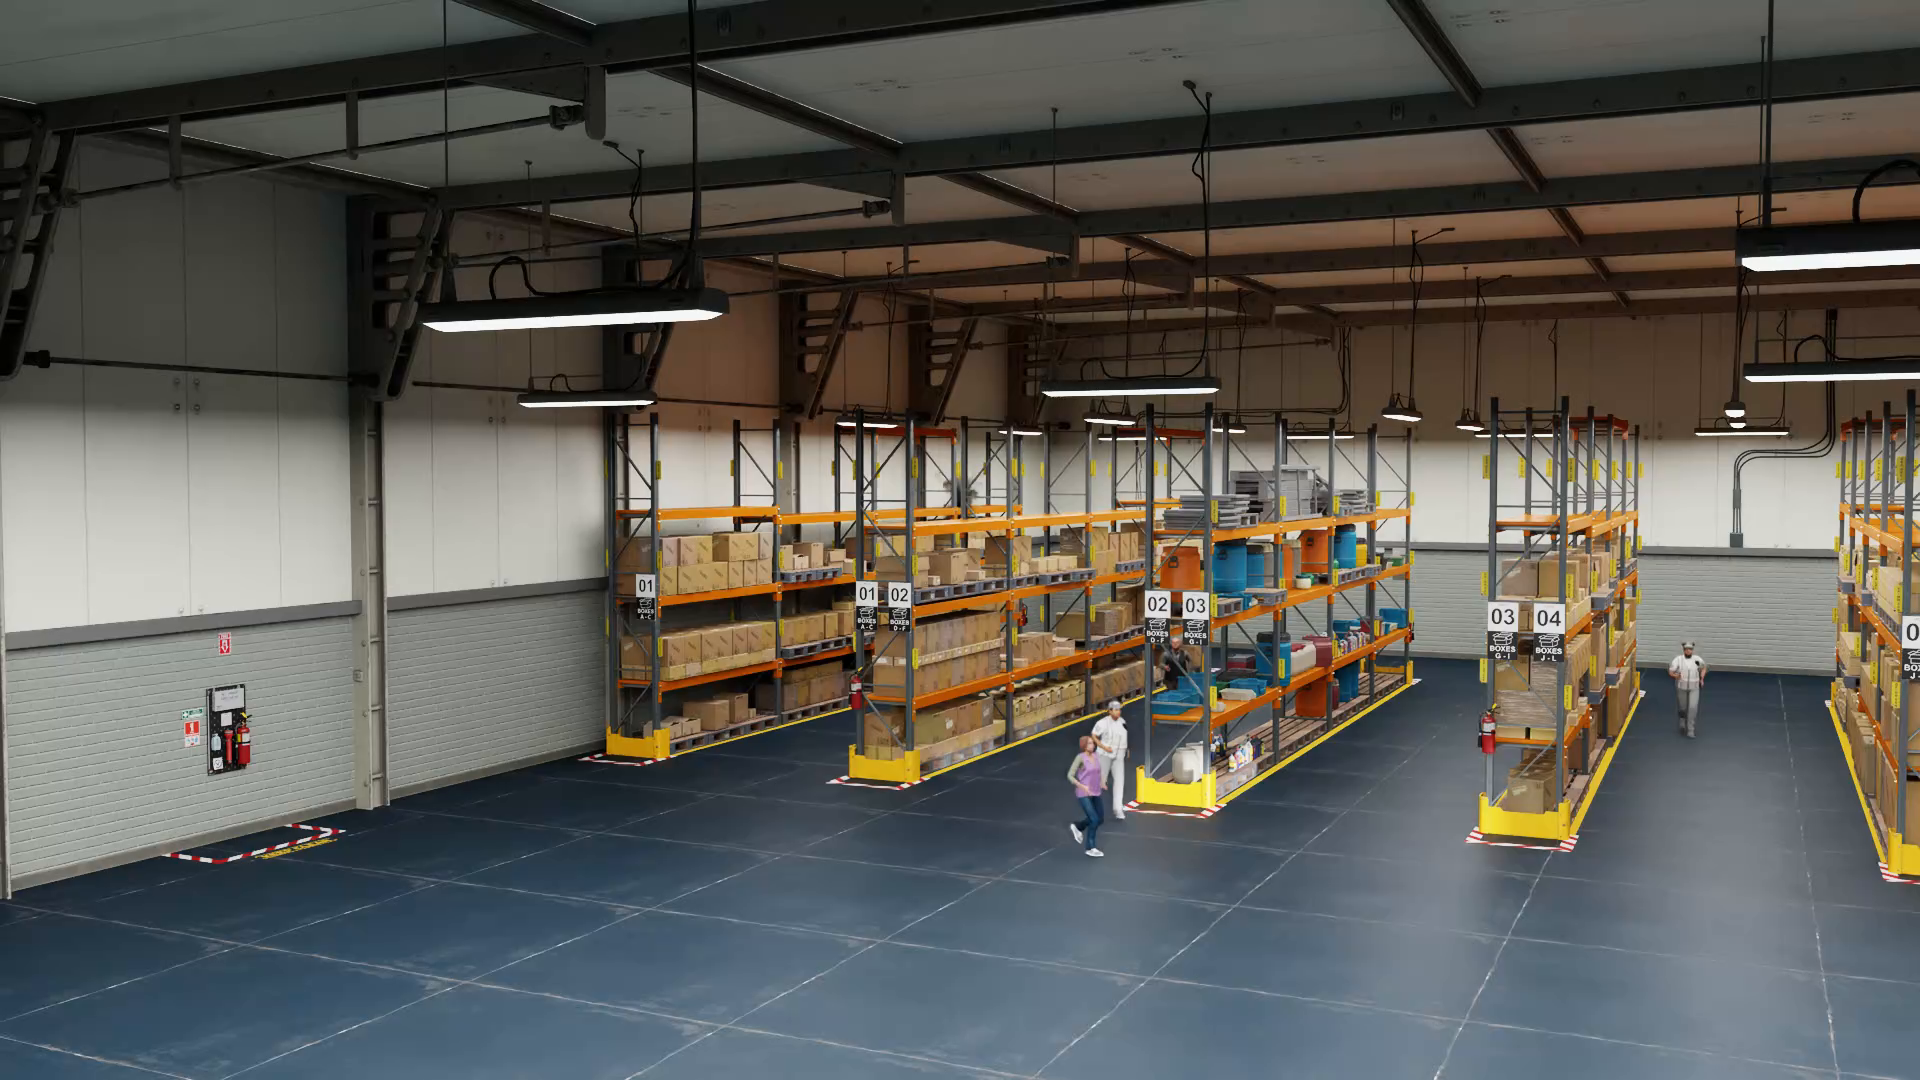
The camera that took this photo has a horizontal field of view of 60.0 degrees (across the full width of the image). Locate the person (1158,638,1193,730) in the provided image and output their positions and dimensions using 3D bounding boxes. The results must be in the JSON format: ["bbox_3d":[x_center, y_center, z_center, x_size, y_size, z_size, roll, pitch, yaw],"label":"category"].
[{"bbox_3d":[4.190,2.784,32.390,0.642,1.772,0.803,1,2,14],"label":"person"}]

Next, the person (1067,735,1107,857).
[{"bbox_3d":[1.629,3.313,21.636,0.538,1.549,0.608,-2,3,-42],"label":"person"}]

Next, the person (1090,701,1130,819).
[{"bbox_3d":[2.218,3.156,24.176,0.676,1.638,0.940,-2,3,-33],"label":"person"}]

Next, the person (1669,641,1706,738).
[{"bbox_3d":[13.749,2.796,31.413,0.664,1.770,0.954,1,3,20],"label":"person"}]
